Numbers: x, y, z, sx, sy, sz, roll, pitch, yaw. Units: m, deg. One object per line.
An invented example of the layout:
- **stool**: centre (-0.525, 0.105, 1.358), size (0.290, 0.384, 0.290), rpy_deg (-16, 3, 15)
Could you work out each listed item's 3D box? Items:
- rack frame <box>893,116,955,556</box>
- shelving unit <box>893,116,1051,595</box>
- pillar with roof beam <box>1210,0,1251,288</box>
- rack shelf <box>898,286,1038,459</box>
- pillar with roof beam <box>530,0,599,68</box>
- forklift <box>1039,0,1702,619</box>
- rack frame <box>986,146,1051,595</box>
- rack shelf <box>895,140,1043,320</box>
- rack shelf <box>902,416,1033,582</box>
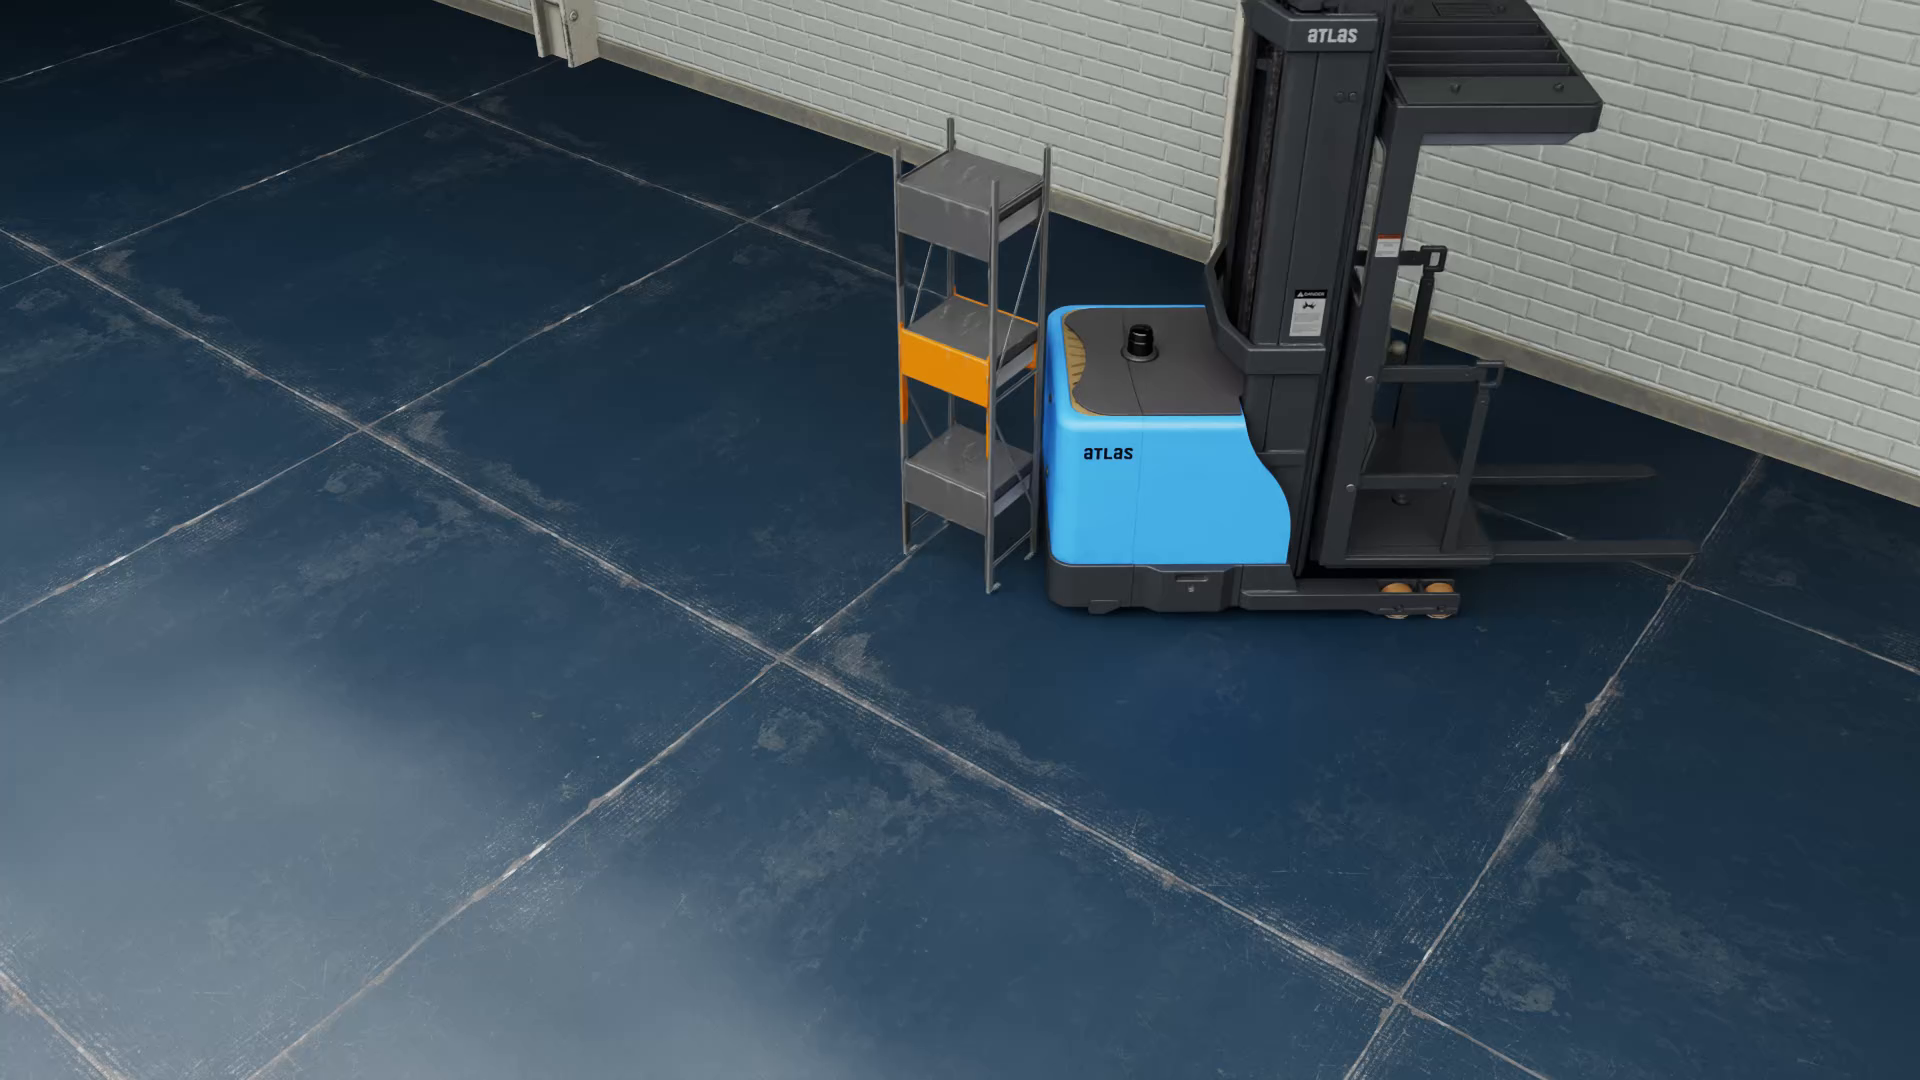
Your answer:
- **rack frame**: centre (-0.148, -0.849, 7.492), size (0.015, 2.100, 0.400), rpy_deg (24, 44, 28)
- **shelving unit**: centre (0.049, -0.761, 7.379), size (0.503, 2.100, 0.431), rpy_deg (24, 44, 28)
- **pillar with roof beam**: centre (-0.877, -2.951, 4.580), size (0.400, 9.000, 9.100), rpy_deg (25, 45, 29)
- **rack shelf**: centre (0.050, -0.750, 7.387), size (0.480, 0.518, 0.431), rpy_deg (24, 44, 28)
- **pillar with roof beam**: centre (-5.643, -5.198, 7.450), size (0.400, 9.000, 9.100), rpy_deg (25, 45, 29)
- **forklift**: centre (1.914, -1.121, 7.165), size (3.031, 2.935, 1.130), rpy_deg (0, 38, 0)
- **rack frame**: centre (0.247, -0.672, 7.266), size (0.015, 2.100, 0.400), rpy_deg (24, 44, 28)
- **rack shelf**: centre (0.049, -1.301, 6.956), size (0.480, 0.518, 0.431), rpy_deg (24, 44, 28)
- **rack shelf**: centre (0.050, -0.199, 7.819), size (0.480, 0.518, 0.431), rpy_deg (24, 44, 28)
